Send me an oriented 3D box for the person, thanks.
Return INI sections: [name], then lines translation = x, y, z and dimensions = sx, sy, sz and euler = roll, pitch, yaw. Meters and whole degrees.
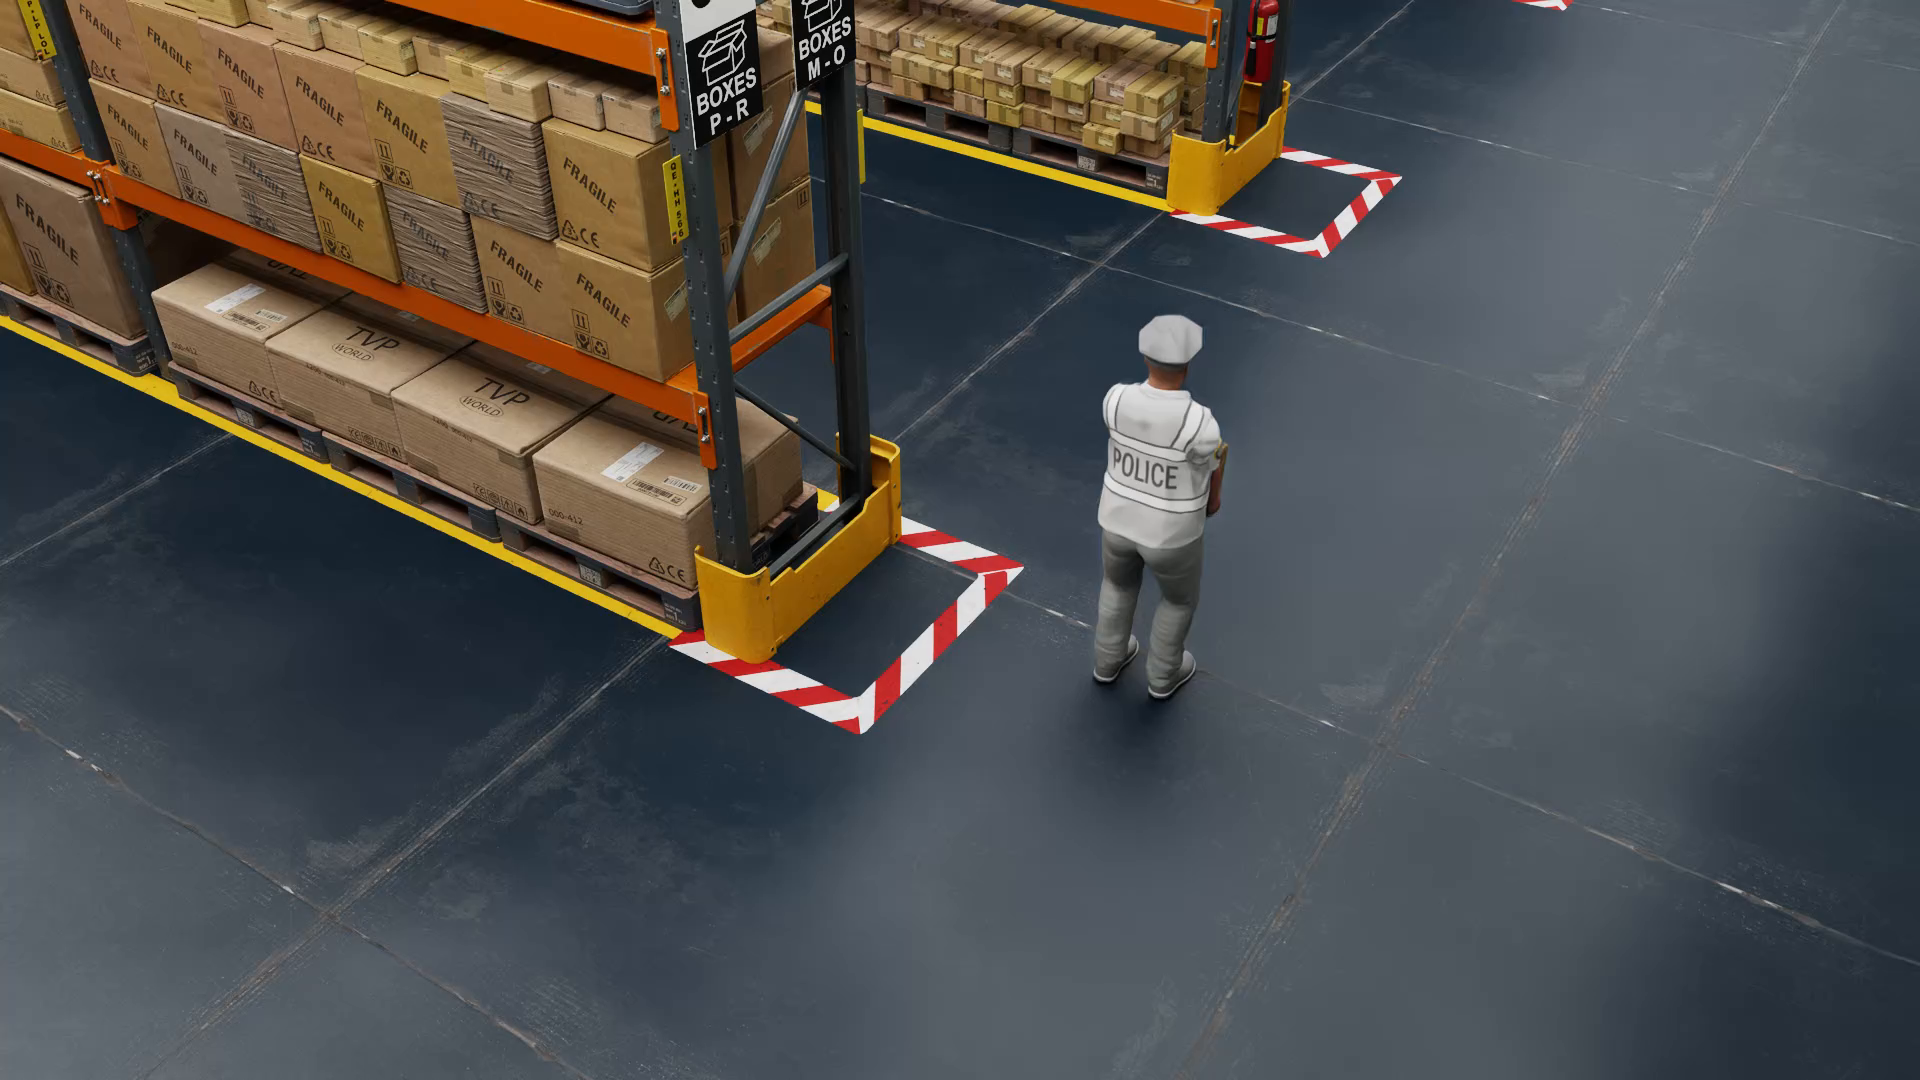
[person]
translation = 0.816, -0.126, 6.834
dimensions = 0.488, 1.761, 0.583
euler = 21, 43, 24
